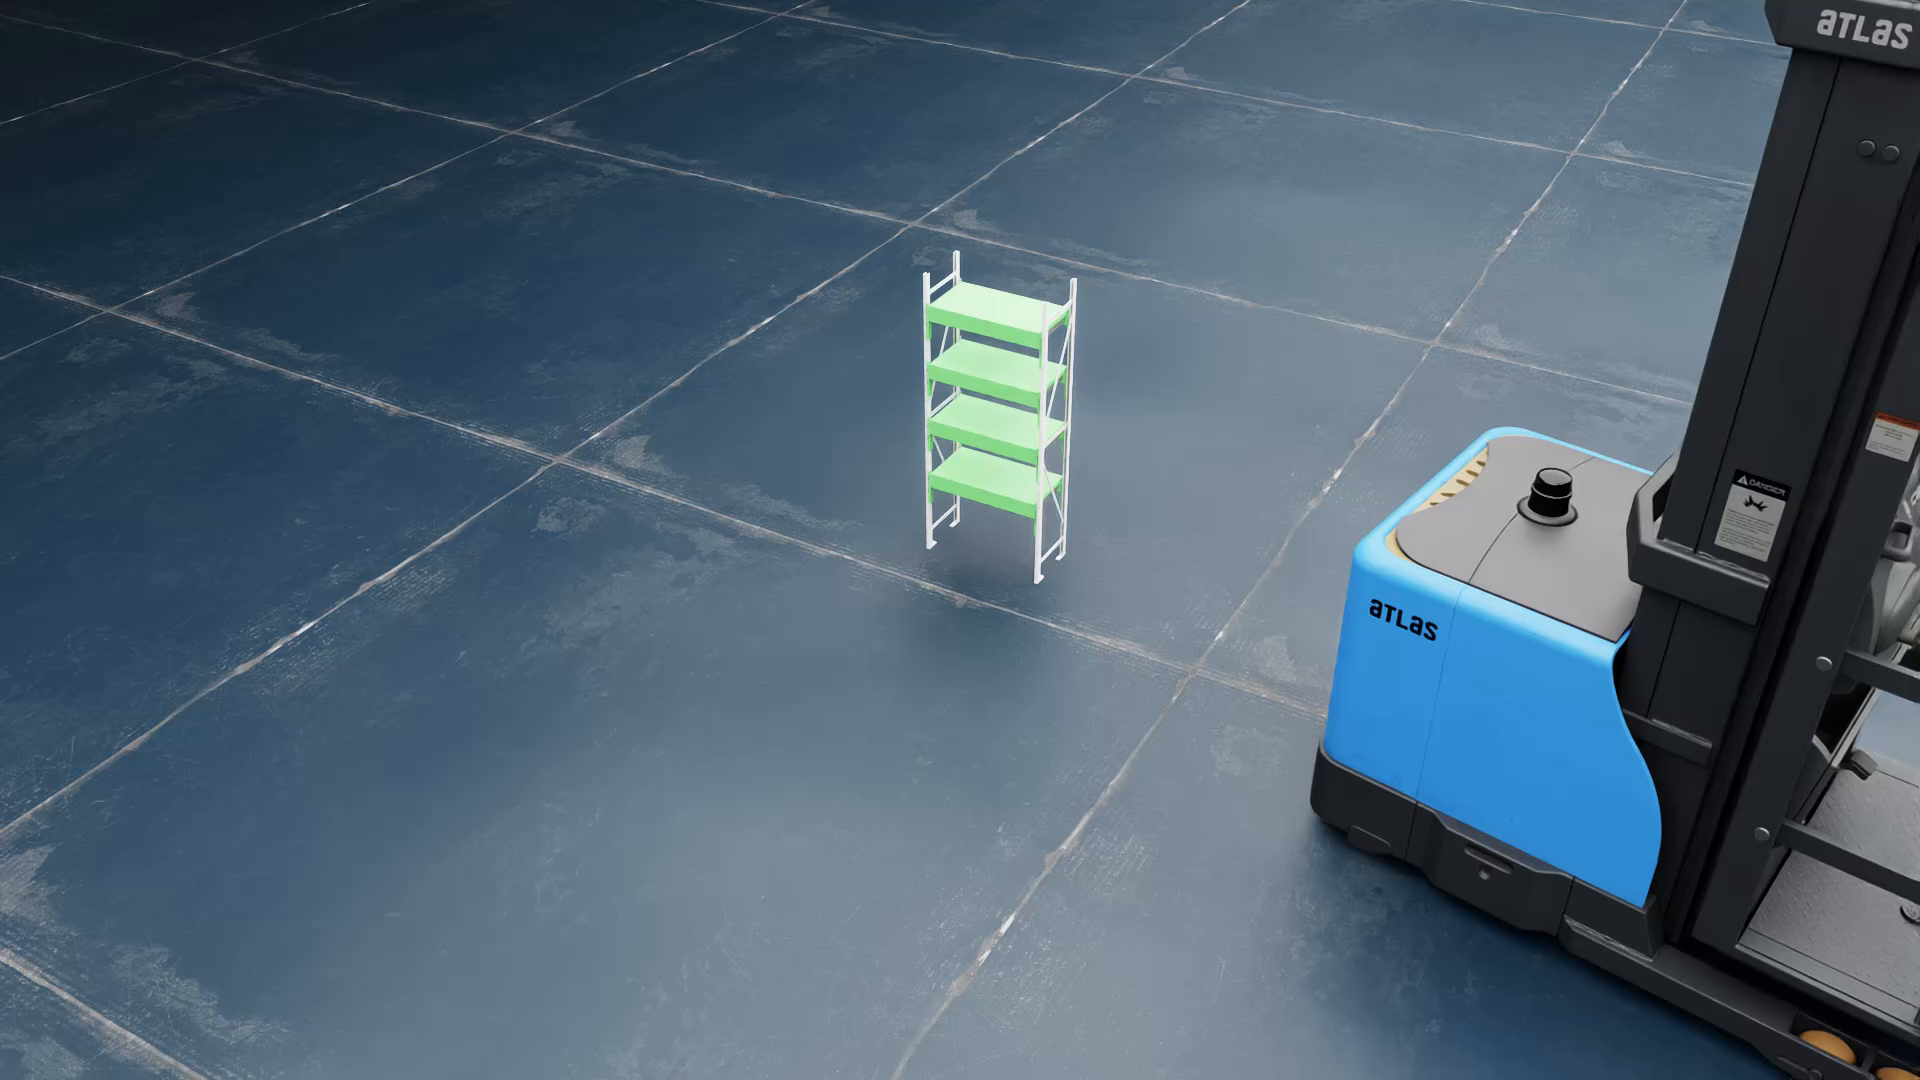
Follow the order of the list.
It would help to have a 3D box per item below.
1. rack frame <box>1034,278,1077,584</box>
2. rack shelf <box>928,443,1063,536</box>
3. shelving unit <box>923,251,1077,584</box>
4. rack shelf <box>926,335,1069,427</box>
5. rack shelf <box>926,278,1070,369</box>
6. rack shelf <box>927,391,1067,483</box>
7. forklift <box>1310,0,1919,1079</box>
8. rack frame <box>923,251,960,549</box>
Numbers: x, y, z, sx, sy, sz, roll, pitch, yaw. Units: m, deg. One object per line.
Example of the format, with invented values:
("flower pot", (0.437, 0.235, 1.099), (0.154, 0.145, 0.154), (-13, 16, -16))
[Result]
("rack frame", (0.356, -0.387, 6.248), (0.015, 1.200, 0.240), (18, 37, 24))
("rack shelf", (0.144, -0.201, 6.518), (0.480, 0.148, 0.258), (18, 37, 24))
("shelving unit", (0.144, -0.454, 6.349), (0.503, 1.200, 0.258), (18, 37, 24))
("rack shelf", (0.144, -0.600, 6.251), (0.480, 0.148, 0.258), (18, 37, 24))
("rack shelf", (0.144, -0.800, 6.118), (0.480, 0.148, 0.258), (18, 37, 24))
("rack shelf", (0.144, -0.401, 6.384), (0.480, 0.148, 0.258), (18, 37, 24))
("forklift", (2.580, 0.012, 4.087), (3.031, 2.935, 1.130), (25, 41, 32))
("rack frame", (-0.068, -0.521, 6.450), (0.015, 1.200, 0.240), (18, 37, 24))
